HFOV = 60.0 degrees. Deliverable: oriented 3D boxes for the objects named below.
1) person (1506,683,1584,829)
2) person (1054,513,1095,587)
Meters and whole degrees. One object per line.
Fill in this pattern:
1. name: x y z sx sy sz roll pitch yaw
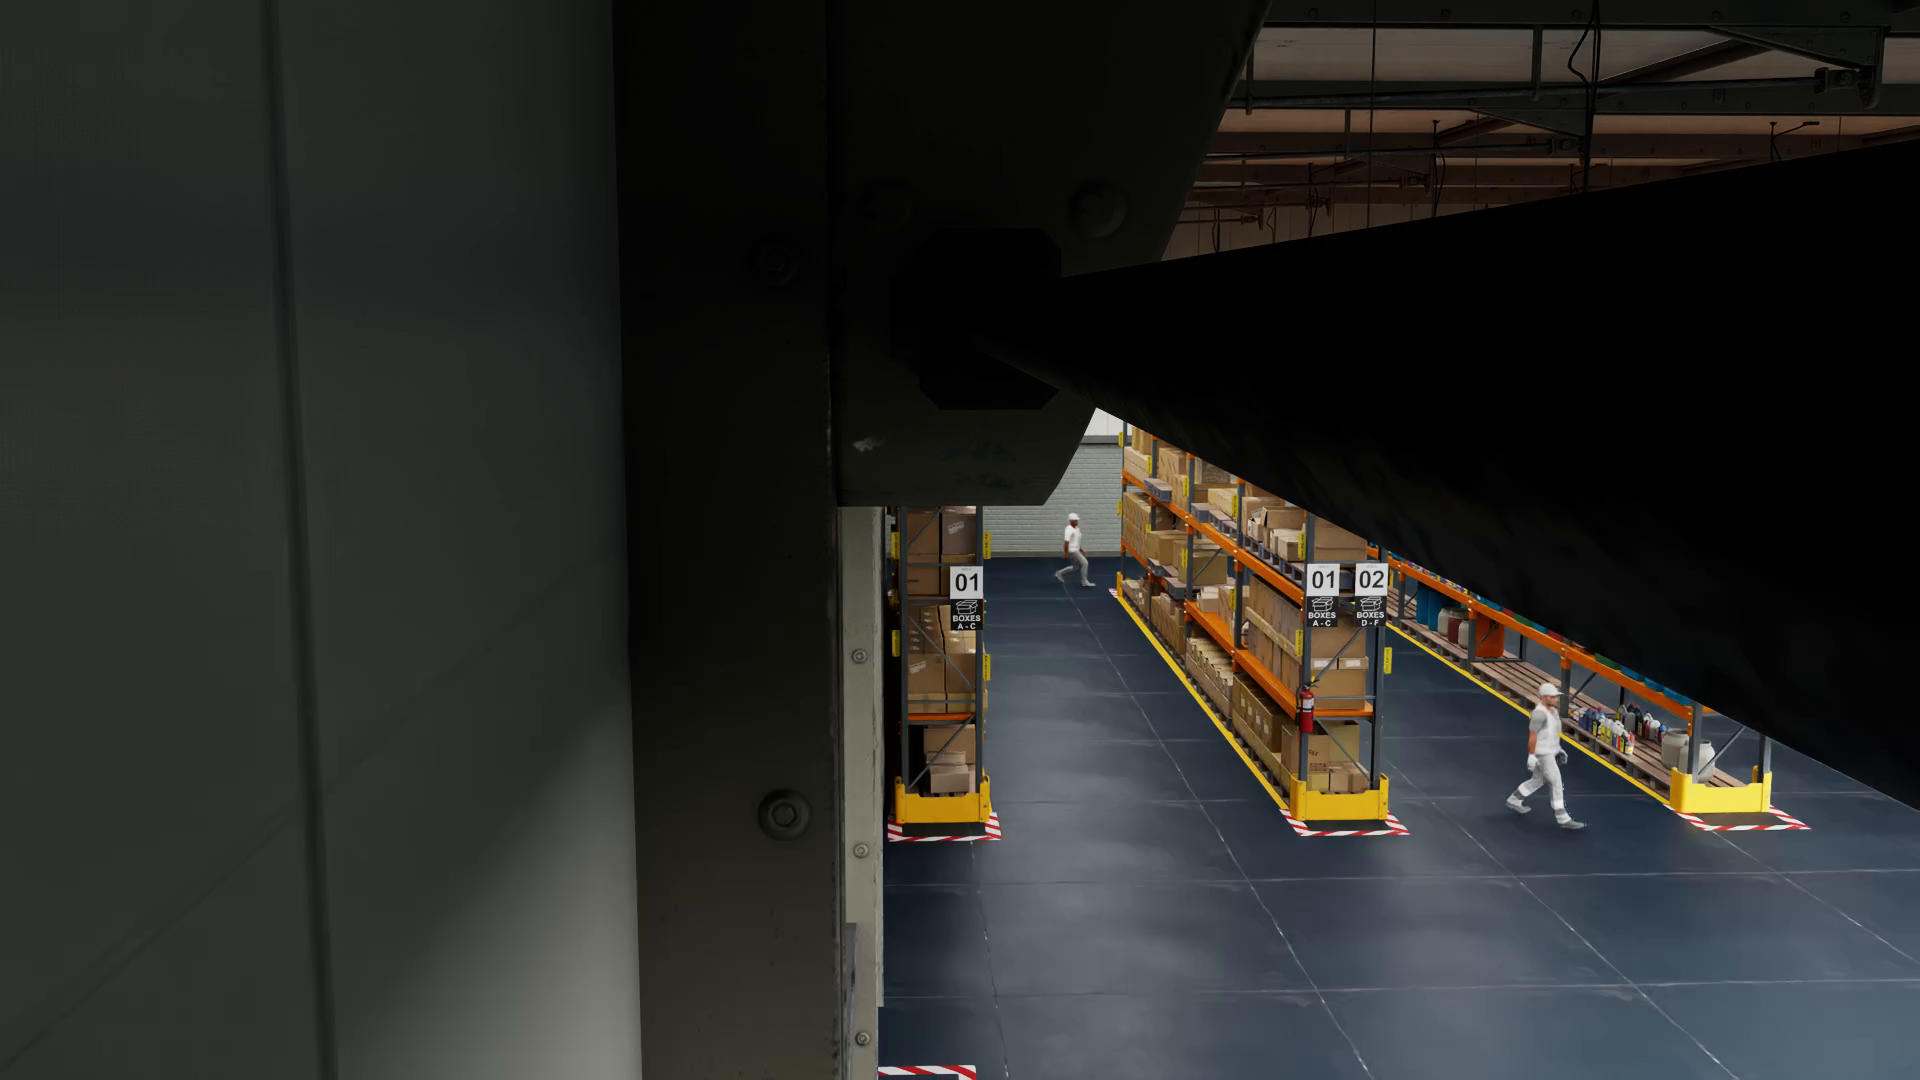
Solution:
1. person: 7.196 2.612 20.363 1.010 1.754 0.548 6 10 37
2. person: 2.613 0.216 37.665 0.944 1.658 0.559 2 8 17
